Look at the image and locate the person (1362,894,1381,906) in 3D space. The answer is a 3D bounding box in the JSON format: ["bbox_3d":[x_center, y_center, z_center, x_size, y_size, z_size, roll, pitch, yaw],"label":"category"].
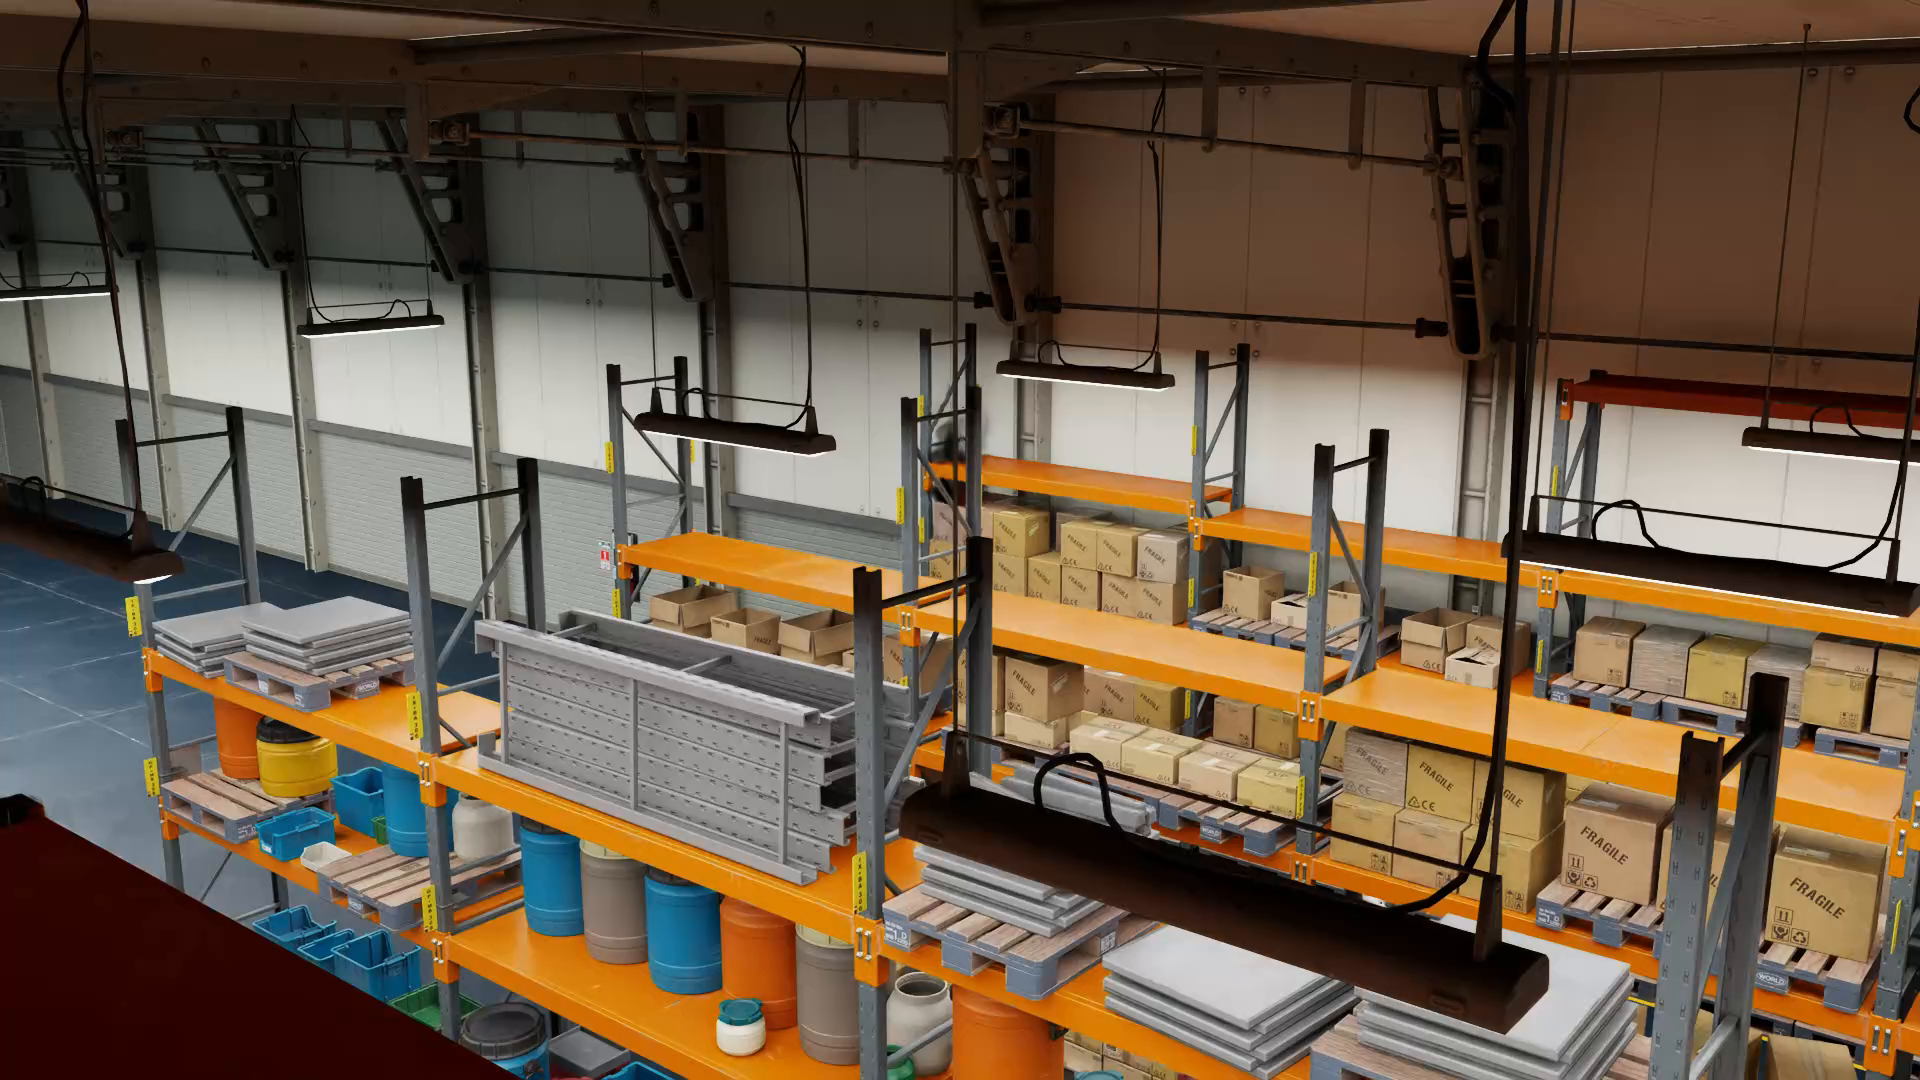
[{"bbox_3d":[3.800,3.802,15.652,0.810,1.753,0.526,7,14,28],"label":"person"}]
